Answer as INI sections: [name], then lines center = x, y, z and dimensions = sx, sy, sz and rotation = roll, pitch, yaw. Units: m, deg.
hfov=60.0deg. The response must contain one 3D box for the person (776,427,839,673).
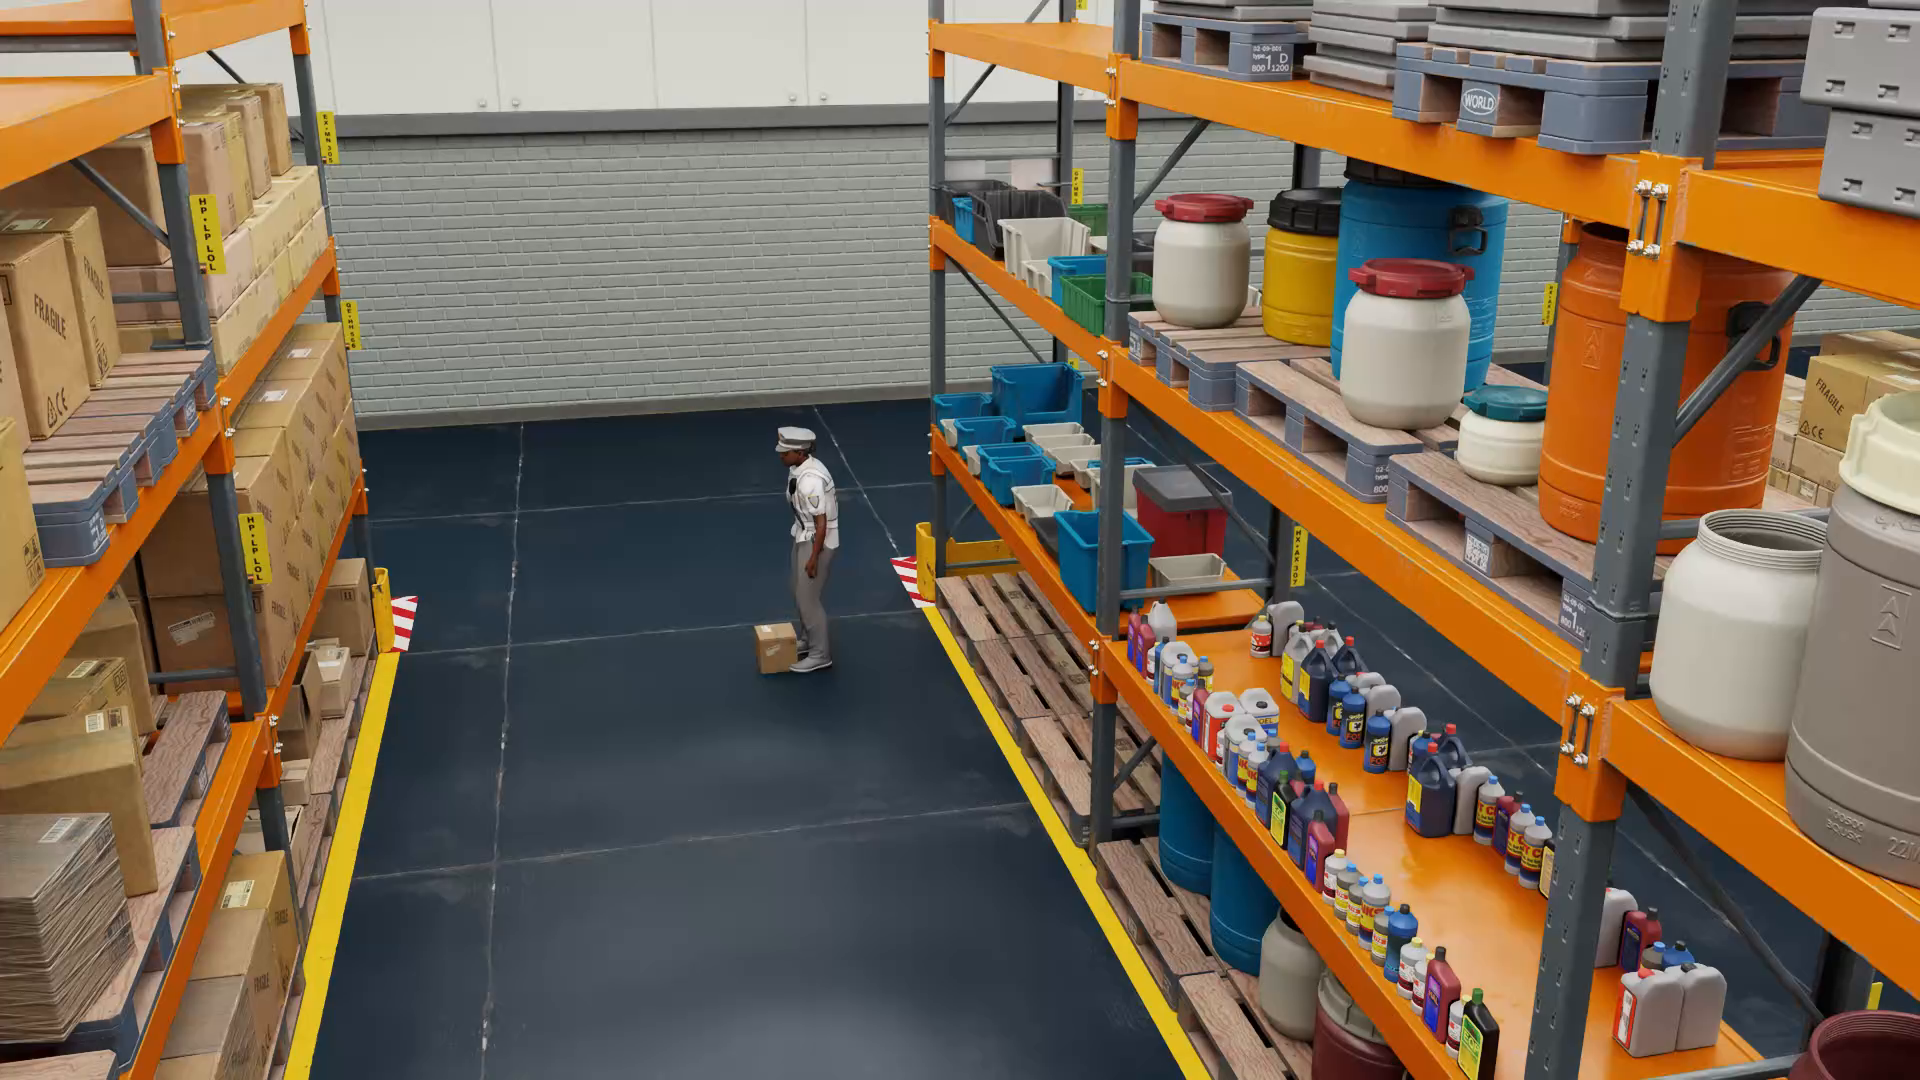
[person]
center = -1.012, 0.042, 11.043
dimensions = 0.395, 1.658, 0.508
rotation = -6, 20, -16
